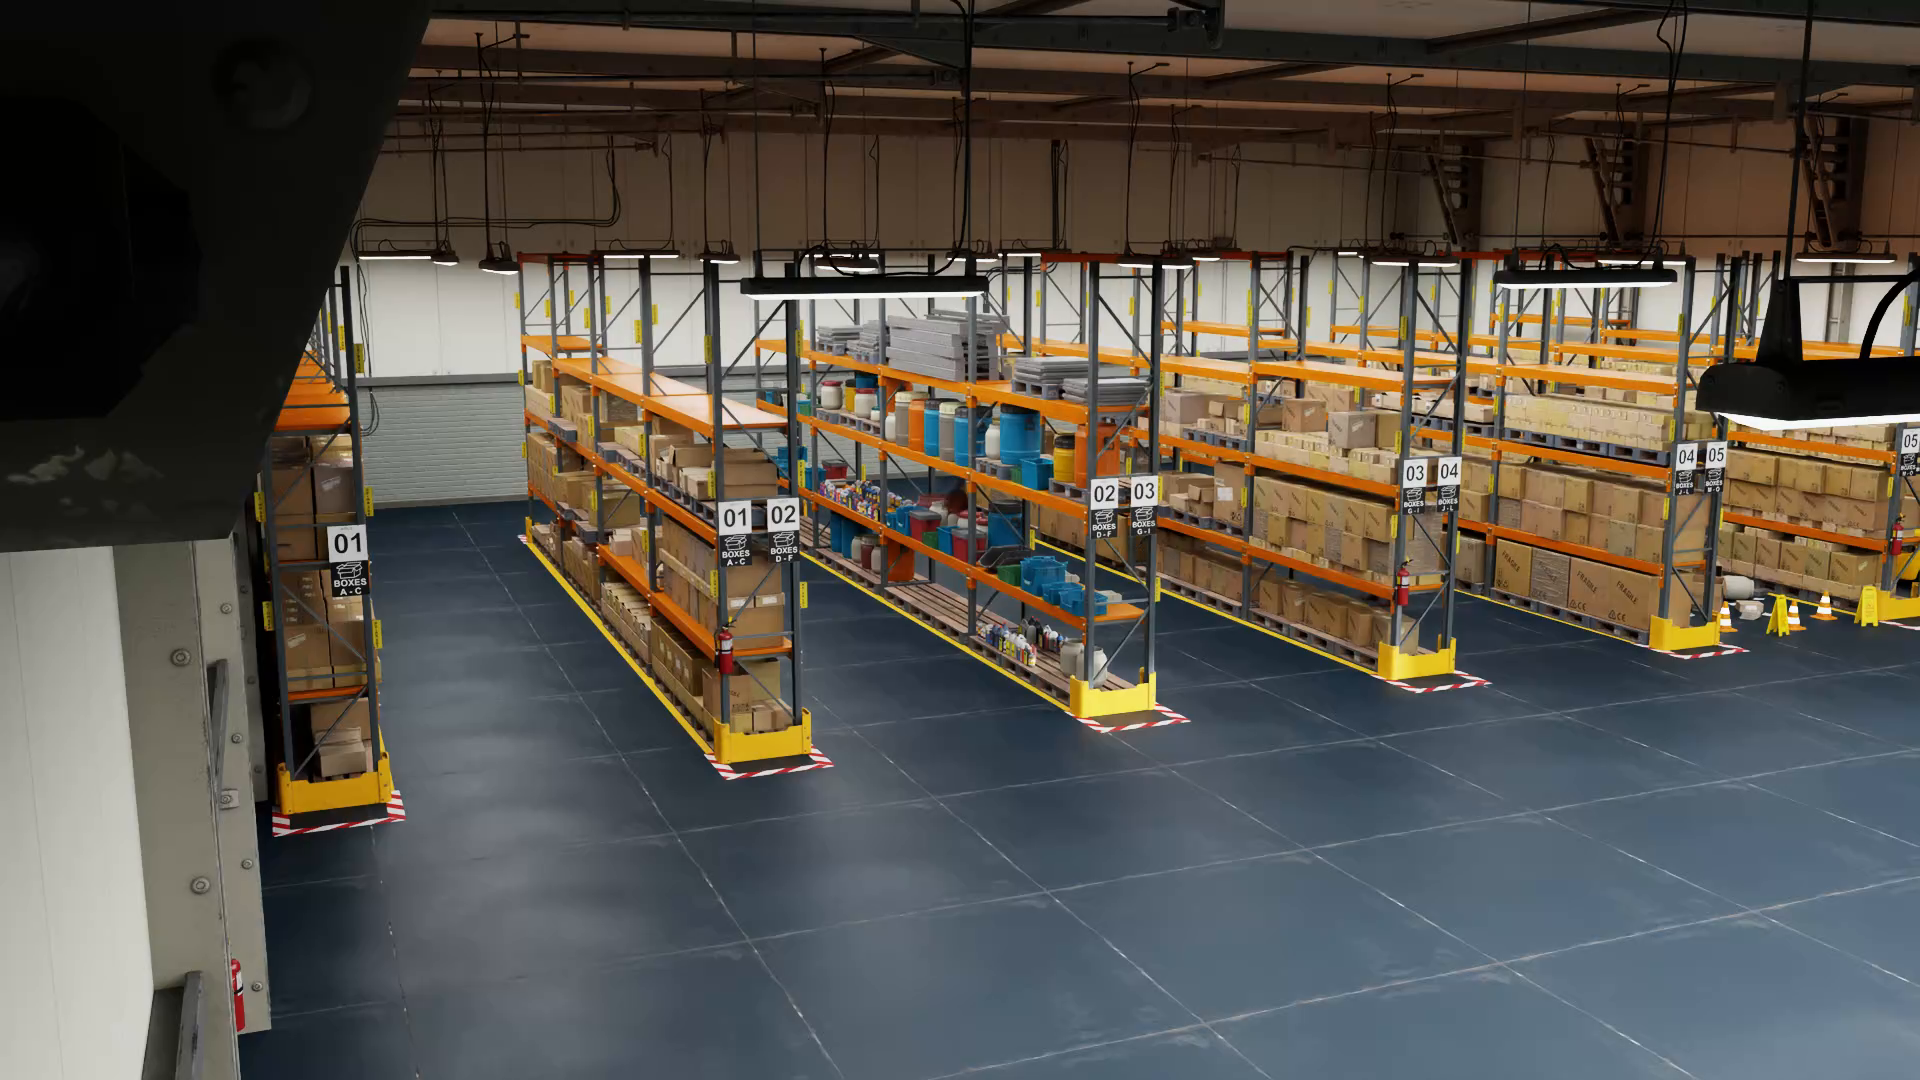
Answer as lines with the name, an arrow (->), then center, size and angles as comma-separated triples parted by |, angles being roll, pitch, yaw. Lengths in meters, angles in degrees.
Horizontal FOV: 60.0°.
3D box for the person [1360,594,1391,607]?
person -> 7.284, 0.313, 28.810 | 0.536, 1.645, 0.567 | 0, 10, -2
